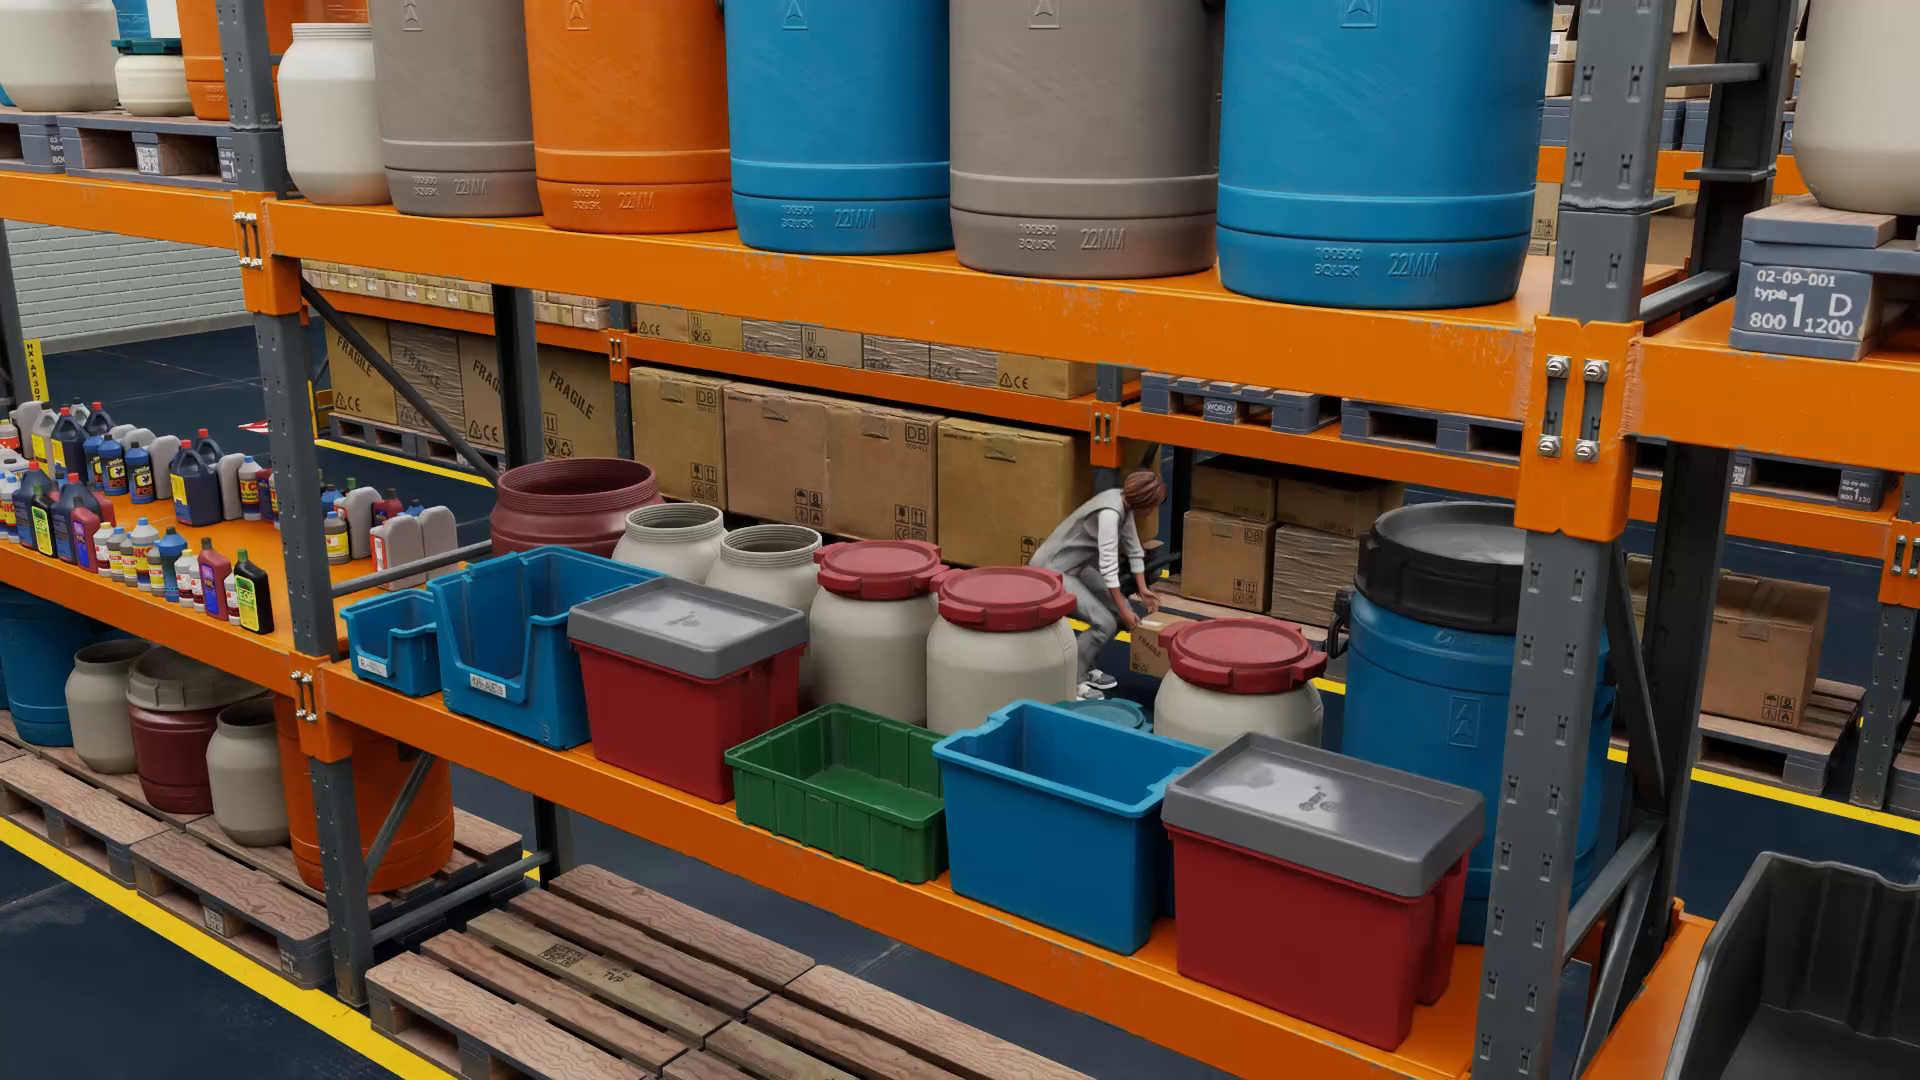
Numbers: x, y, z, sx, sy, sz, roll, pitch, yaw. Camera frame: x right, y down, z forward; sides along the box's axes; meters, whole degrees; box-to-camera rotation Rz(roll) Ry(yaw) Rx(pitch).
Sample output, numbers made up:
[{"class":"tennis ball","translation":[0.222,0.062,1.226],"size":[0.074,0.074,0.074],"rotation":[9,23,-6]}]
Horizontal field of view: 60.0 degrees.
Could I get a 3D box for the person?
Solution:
[{"class":"person","translation":[0.708,0.209,8.532],"size":[0.698,1.217,0.462],"rotation":[8,19,24]}]
